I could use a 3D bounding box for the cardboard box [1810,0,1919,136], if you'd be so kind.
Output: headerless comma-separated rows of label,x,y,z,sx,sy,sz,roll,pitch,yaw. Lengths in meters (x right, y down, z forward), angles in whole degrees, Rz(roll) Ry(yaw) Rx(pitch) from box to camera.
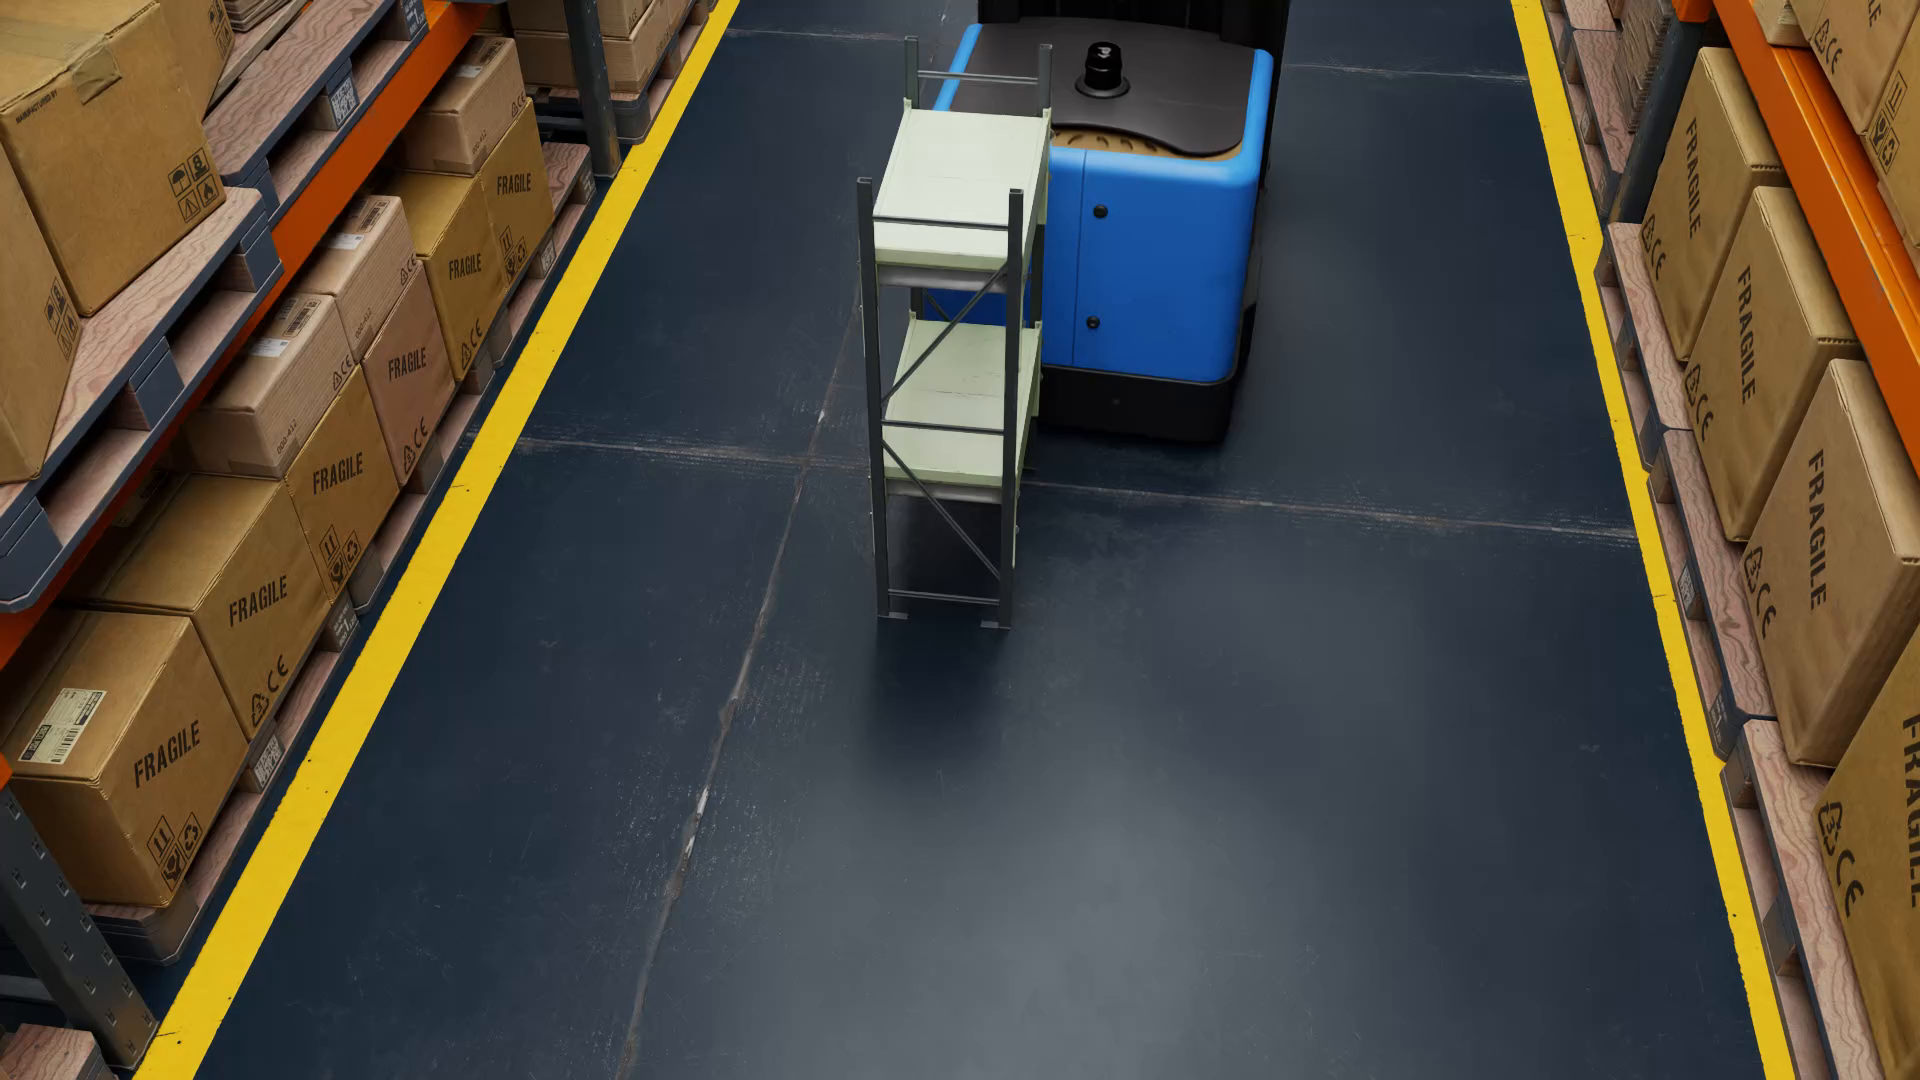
cardboard box,2.545,-1.349,4.189,0.500,0.500,0.500,5,44,5

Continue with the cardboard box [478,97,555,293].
cardboard box,-1.794,-1.240,5.876,0.500,0.500,0.500,7,44,7

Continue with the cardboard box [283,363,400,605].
cardboard box,-1.993,-0.185,4.762,0.500,0.500,0.500,6,44,6

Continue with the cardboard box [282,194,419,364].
cardboard box,-1.928,-0.776,4.841,0.500,0.250,0.500,4,44,5

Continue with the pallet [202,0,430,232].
pallet,-2.155,-1.252,4.530,1.003,0.211,1.213,5,44,6

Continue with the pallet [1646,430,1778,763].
pallet,2.665,0.173,4.914,1.003,0.211,1.213,5,44,6

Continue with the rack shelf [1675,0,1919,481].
rack shelf,2.743,-0.575,4.199,1.077,0.370,4.000,5,44,6

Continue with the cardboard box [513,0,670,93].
cardboard box,-1.542,-2.131,7.014,0.500,0.250,0.500,5,44,5

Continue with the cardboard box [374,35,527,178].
cardboard box,-1.797,-1.474,5.578,0.500,0.250,0.500,7,44,7

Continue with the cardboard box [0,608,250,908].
cardboard box,-2.126,0.519,4.018,0.500,0.500,0.500,3,44,4

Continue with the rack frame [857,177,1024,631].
rack frame,-0.048,-0.300,4.476,0.400,1.500,0.023,5,44,6

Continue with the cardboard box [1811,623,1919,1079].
cardboard box,2.436,0.700,3.587,0.750,0.750,0.750,6,44,6

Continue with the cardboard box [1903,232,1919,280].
cardboard box,2.501,-0.687,3.962,0.380,0.149,0.250,7,44,7

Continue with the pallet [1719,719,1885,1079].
pallet,2.506,1.007,4.033,1.003,0.211,1.213,5,44,6

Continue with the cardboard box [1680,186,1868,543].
cardboard box,2.658,-0.486,4.839,0.750,0.750,0.750,5,44,5

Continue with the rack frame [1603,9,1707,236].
rack frame,3.008,-2.199,5.391,1.000,3.000,0.127,5,44,6

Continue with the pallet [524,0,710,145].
pallet,-1.755,-2.192,7.411,1.003,0.211,1.213,5,44,6

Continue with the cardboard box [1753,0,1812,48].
cardboard box,2.574,-1.568,4.892,0.380,0.149,0.250,6,44,7

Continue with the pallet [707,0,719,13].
pallet,-1.592,-3.021,8.287,1.003,0.211,1.213,5,44,6

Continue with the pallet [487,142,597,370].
pallet,-2.039,-1.129,6.289,1.003,0.211,1.213,5,44,6

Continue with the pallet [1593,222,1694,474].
pallet,2.829,-0.656,5.790,1.003,0.211,1.213,5,44,6

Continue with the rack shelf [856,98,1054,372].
rack shelf,0.001,-0.833,4.471,0.431,0.370,0.720,5,44,6

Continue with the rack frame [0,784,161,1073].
rack frame,-2.432,0.079,2.985,1.000,3.000,0.127,5,44,6

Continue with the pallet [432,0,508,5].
pallet,-1.923,-2.109,5.435,1.213,0.211,1.003,5,44,6

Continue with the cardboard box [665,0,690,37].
cardboard box,-1.477,-2.474,7.376,0.500,0.250,0.500,4,44,4

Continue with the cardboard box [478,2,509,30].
cardboard box,-2.078,-2.384,6.873,0.500,0.311,0.500,6,44,7

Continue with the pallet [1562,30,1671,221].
pallet,3.113,-1.719,6.912,1.003,0.211,1.213,5,44,6

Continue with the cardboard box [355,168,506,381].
cardboard box,-1.863,-0.888,5.504,0.500,0.500,0.500,4,44,4

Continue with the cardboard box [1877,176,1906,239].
cardboard box,2.543,-0.866,4.151,0.380,0.149,0.250,5,44,6

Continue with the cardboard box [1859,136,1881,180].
cardboard box,2.592,-1.033,4.327,0.380,0.149,0.250,6,44,6

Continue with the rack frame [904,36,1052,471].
rack frame,0.049,-0.799,5.003,0.400,1.500,0.023,5,44,6

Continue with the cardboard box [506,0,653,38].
cardboard box,-1.542,-2.335,6.821,0.500,0.311,0.500,7,44,7

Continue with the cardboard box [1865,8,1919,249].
cardboard box,2.484,-0.993,3.814,0.500,0.500,0.500,6,44,7

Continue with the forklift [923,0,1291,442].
forklift,0.652,-2.413,5.666,1.130,2.935,3.031,8,44,8

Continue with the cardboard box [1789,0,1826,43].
cardboard box,2.612,-1.687,4.546,0.500,0.500,0.500,7,44,7

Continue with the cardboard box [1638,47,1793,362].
cardboard box,2.781,-1.082,5.469,0.750,0.750,0.750,5,44,5

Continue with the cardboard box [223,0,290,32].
cardboard box,-2.185,-1.790,4.581,0.700,0.500,0.500,13,45,13

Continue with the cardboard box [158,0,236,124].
cardboard box,-2.259,-1.319,4.084,0.700,0.500,0.500,-5,44,-5

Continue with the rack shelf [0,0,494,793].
rack shelf,-2.167,-1.023,4.672,1.077,0.370,4.000,5,44,6

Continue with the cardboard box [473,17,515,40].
cardboard box,-2.075,-2.182,7.067,0.500,0.250,0.500,6,44,7

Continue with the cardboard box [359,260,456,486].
cardboard box,-1.926,-0.529,5.126,0.500,0.500,0.500,4,44,4

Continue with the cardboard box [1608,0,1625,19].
cardboard box,3.272,-2.628,7.342,0.700,0.500,0.500,5,44,5

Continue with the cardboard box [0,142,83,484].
cardboard box,-2.147,-0.412,3.126,0.700,0.500,0.500,-8,44,-9

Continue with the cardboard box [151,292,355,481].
cardboard box,-1.994,-0.434,4.480,0.500,0.250,0.500,5,44,6

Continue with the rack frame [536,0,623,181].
rack frame,-1.903,-2.647,5.864,1.000,3.000,0.127,5,44,6

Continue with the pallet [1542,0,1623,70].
pallet,3.276,-2.548,7.788,1.003,0.211,1.213,5,44,6

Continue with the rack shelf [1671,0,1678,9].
rack shelf,3.272,-3.301,7.078,1.077,0.370,4.000,5,44,6

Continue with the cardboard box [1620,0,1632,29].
cardboard box,3.235,-2.287,6.982,0.700,0.500,0.500,5,44,5

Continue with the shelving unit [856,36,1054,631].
shelving unit,0.001,-0.549,4.739,0.431,1.500,0.755,5,44,6

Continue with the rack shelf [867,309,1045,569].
rack shelf,0.001,-0.312,4.963,0.431,0.370,0.720,5,44,6

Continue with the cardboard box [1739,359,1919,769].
cardboard box,2.551,0.094,4.227,0.750,0.750,0.750,6,44,7

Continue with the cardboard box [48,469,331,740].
cardboard box,-2.067,0.155,4.403,0.500,0.500,0.500,6,44,6

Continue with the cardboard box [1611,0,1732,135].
cardboard box,3.051,-1.947,6.622,0.700,0.500,0.500,6,44,6

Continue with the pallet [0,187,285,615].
pallet,-2.218,-0.386,3.616,1.003,0.211,1.213,5,44,6

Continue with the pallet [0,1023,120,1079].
pallet,-2.523,1.560,3.449,1.003,0.211,1.213,5,44,6

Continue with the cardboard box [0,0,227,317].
cardboard box,-2.119,-0.887,3.627,0.700,0.500,0.500,12,45,12

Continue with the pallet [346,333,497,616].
pallet,-2.203,-0.300,5.413,1.003,0.211,1.213,5,44,6

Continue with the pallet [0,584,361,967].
pallet,-2.362,0.534,4.533,1.003,0.211,1.213,5,44,6
